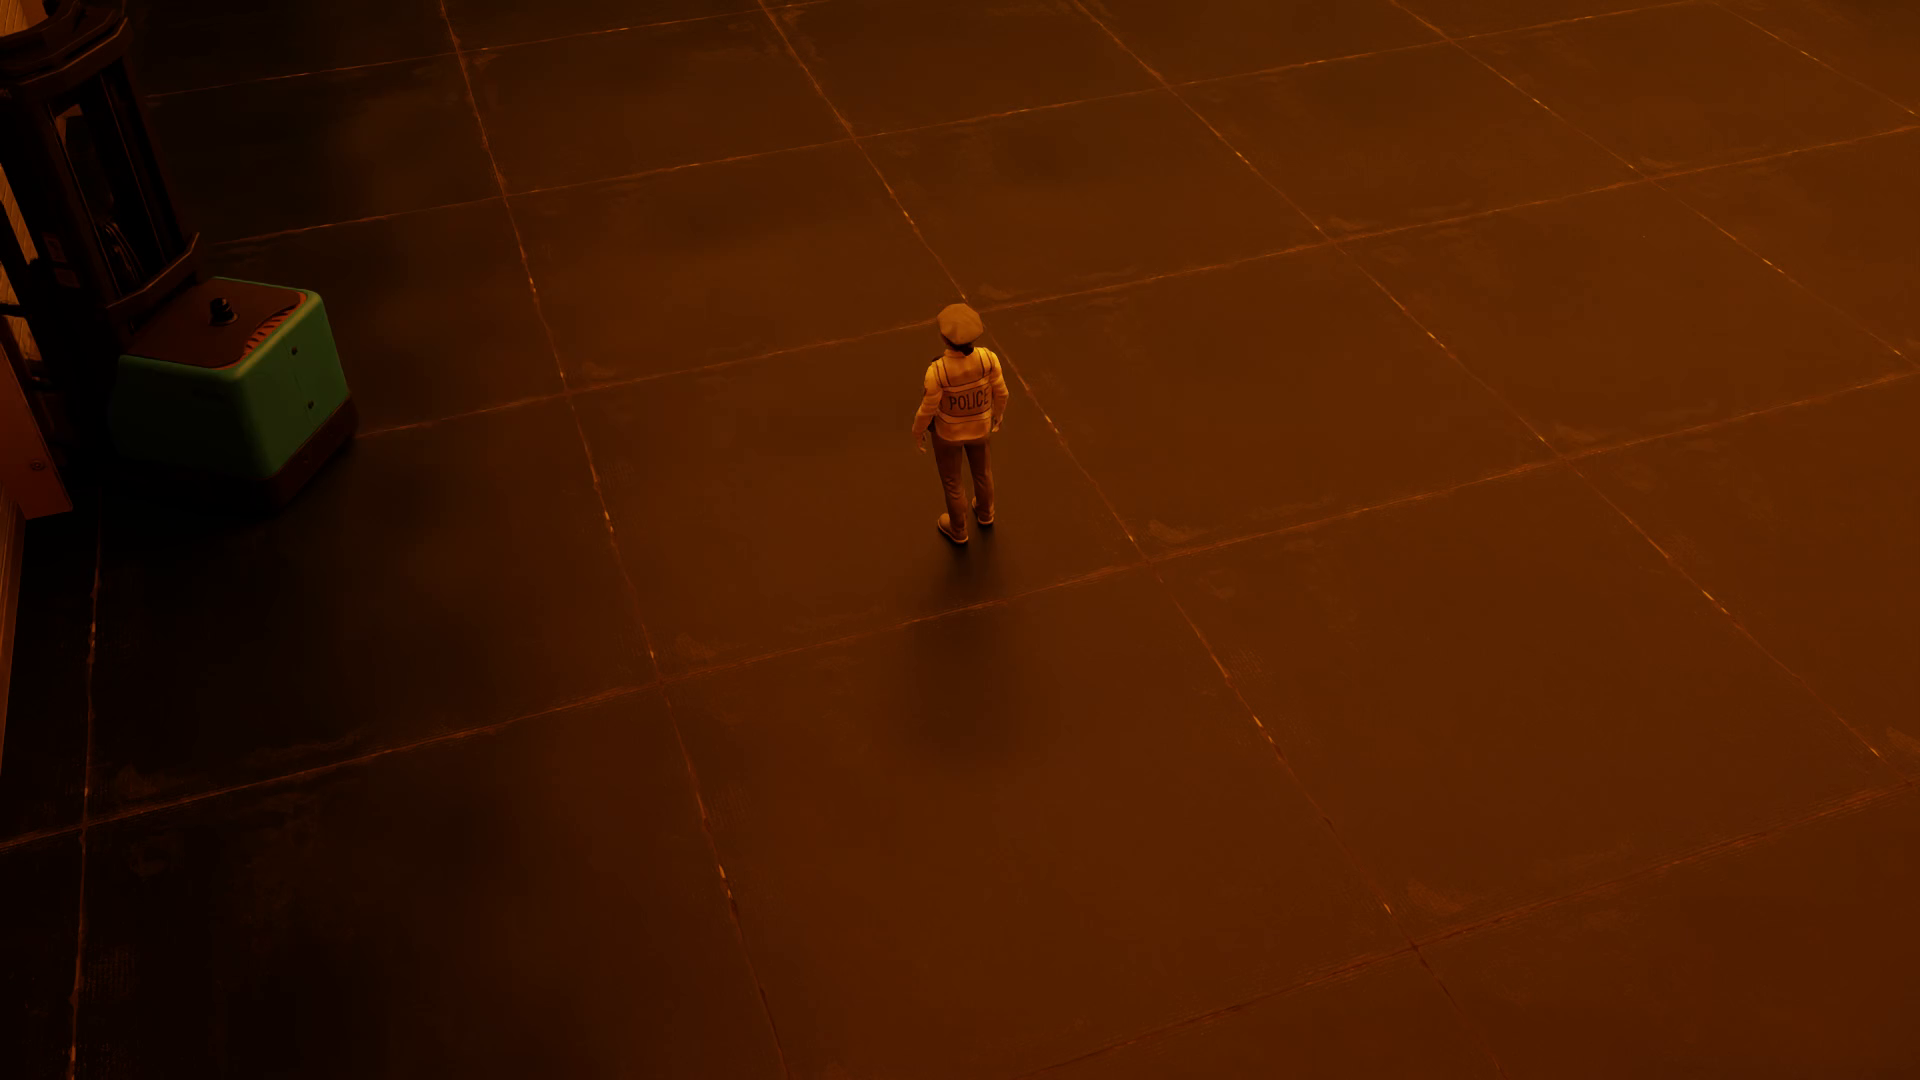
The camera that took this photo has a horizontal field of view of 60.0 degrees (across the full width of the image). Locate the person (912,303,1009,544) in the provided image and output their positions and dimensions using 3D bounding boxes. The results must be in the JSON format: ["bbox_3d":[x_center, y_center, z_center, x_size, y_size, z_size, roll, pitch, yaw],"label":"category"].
[{"bbox_3d":[-0.017,-0.697,9.778,0.587,1.694,0.530,-13,42,-15],"label":"person"}]

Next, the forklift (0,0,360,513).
[{"bbox_3d":[-5.579,-1.810,10.153,3.031,2.935,1.130,10,41,11],"label":"forklift"}]
